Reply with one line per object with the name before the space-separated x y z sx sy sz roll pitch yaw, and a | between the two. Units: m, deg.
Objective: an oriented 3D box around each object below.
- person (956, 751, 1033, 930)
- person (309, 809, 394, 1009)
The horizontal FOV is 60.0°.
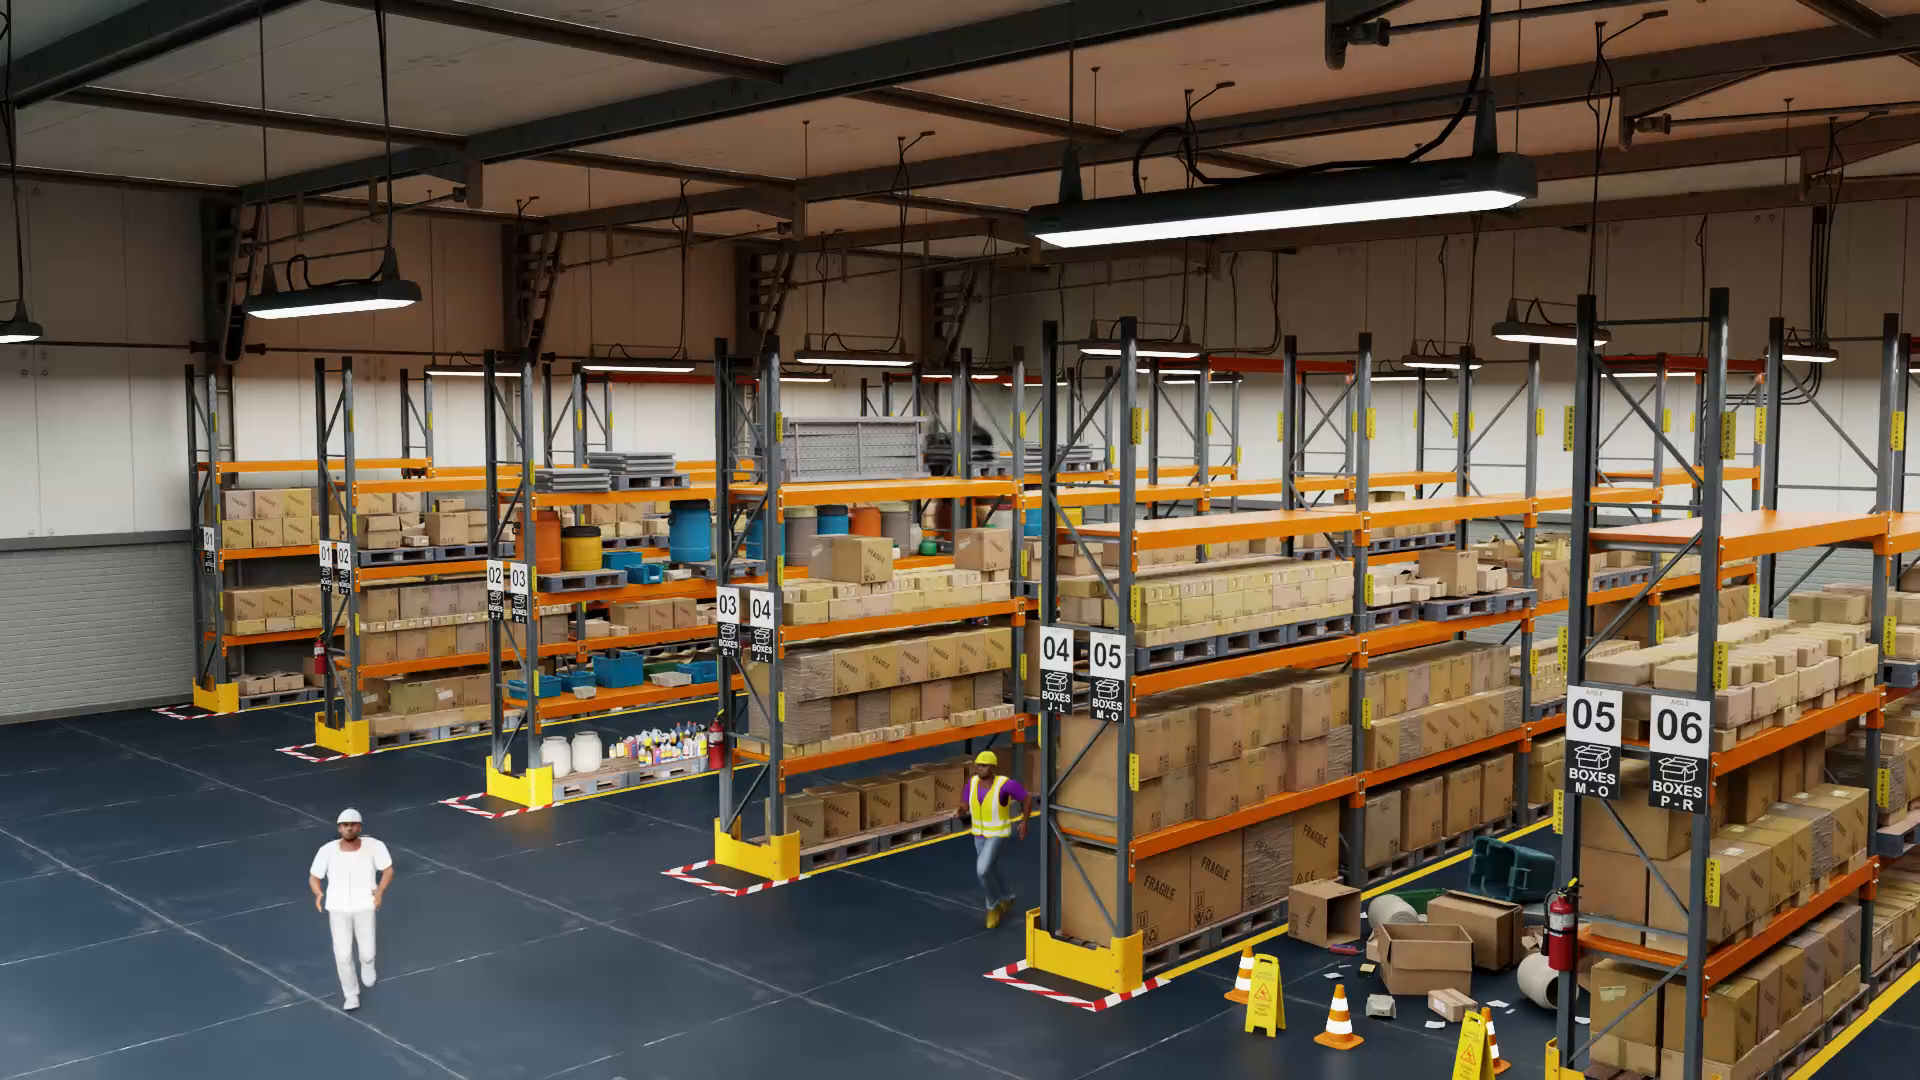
person | 0.319 3.007 16.876 0.711 1.769 0.794 4 6 40
person | -5.313 3.193 14.528 0.697 1.717 0.609 -1 5 -17
